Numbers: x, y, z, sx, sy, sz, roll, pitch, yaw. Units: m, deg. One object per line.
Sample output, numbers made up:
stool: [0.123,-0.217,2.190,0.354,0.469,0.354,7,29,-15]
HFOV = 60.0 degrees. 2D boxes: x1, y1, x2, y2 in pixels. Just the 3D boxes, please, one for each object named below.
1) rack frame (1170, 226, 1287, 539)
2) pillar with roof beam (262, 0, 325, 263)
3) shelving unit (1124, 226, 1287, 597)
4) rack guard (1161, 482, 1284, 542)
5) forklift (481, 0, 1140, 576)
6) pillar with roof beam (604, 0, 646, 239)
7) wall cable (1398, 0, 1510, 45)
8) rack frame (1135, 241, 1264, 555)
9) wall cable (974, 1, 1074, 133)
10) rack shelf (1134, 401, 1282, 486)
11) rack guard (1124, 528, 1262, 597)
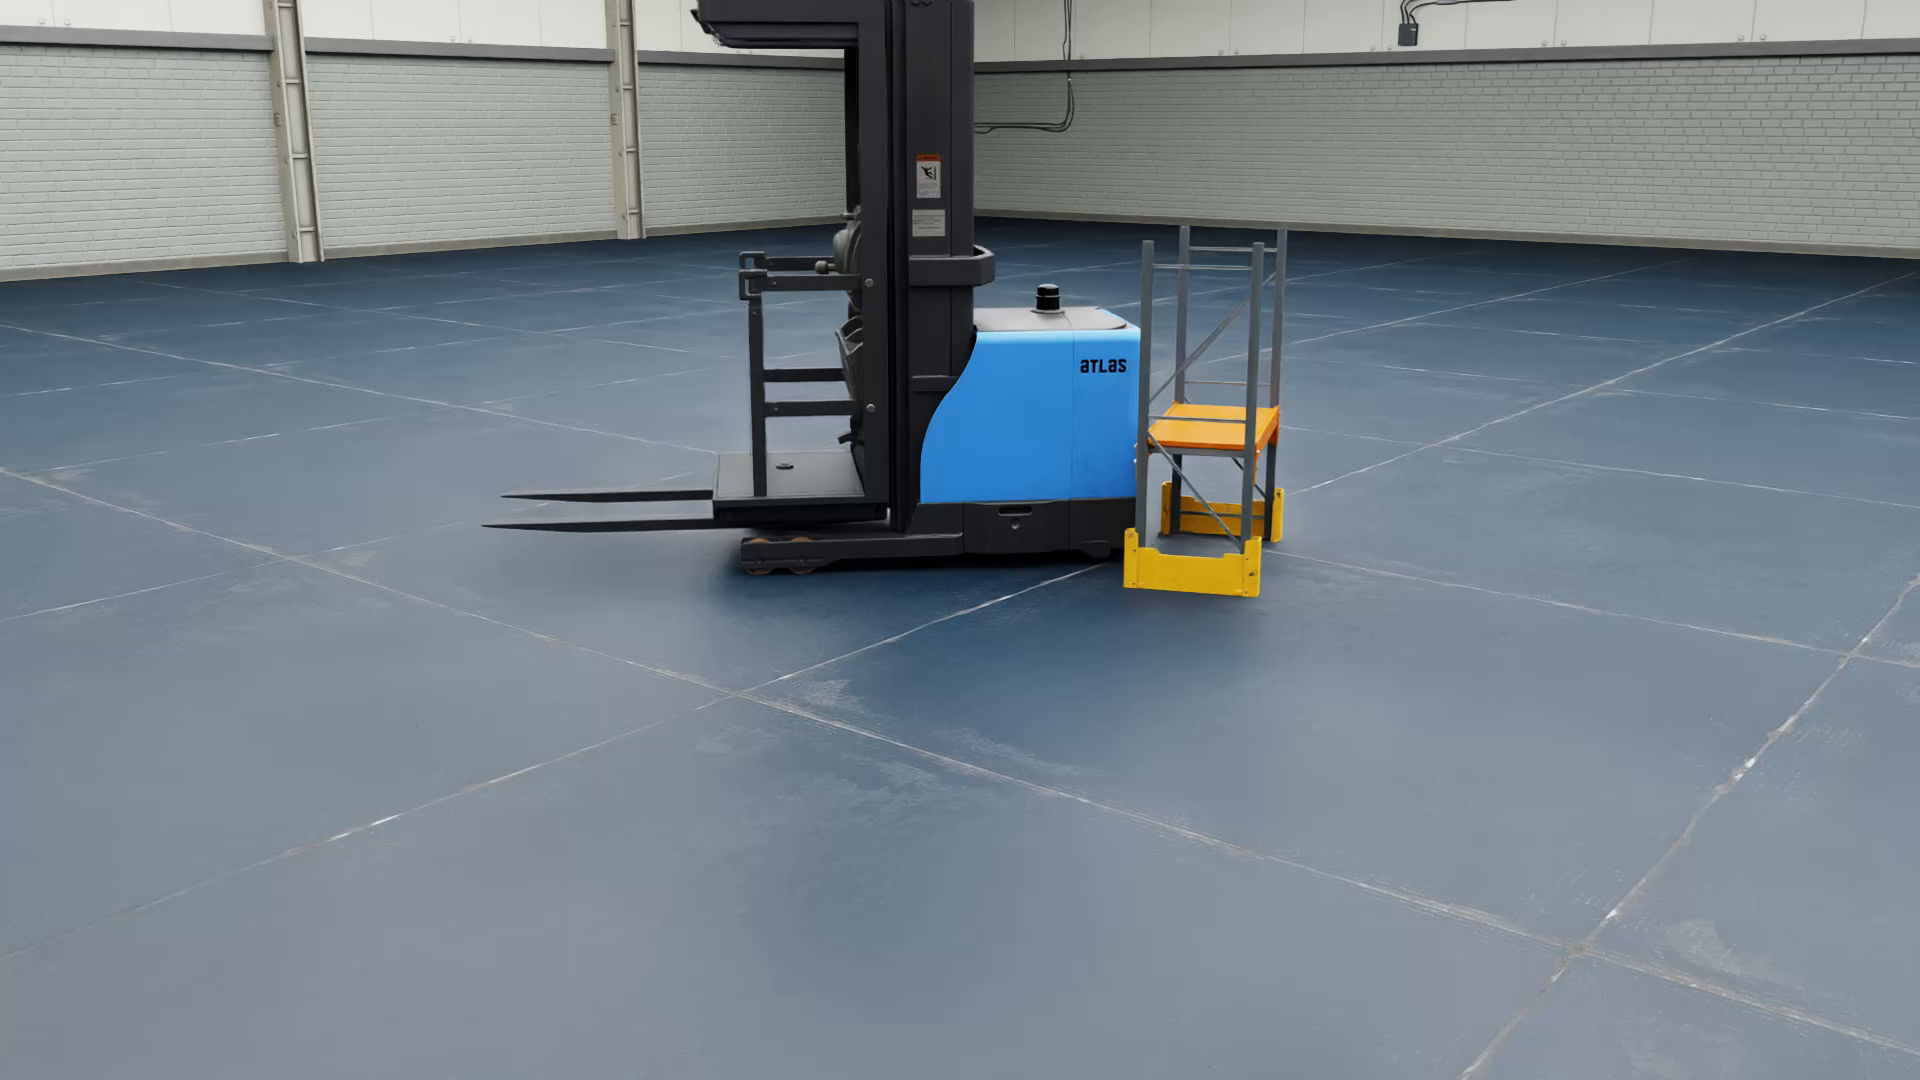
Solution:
rack frame: [1.290,-0.750,8.029,0.500,1.500,0.032,4,15,16]
pillar with roof beam: [-6.042,-7.700,20.158,9.100,9.000,0.400,11,18,38]
shelving unit: [1.147,-0.628,7.547,0.587,1.500,1.083,4,15,16]
rack guard: [1.285,-0.140,8.165,0.587,0.250,0.087,4,15,16]
forklift: [-0.692,-1.398,7.673,3.031,2.935,1.130,-2,14,-7]
pillar with roof beam: [-2.271,-8.849,24.681,9.100,9.000,0.400,11,18,38]
wall cable: [8.406,-11.200,27.028,2.305,6.003,0.169,11,18,38]
rack frame: [1.008,-0.509,7.082,0.500,1.500,0.032,4,15,16]
wall cable: [1.032,-9.519,33.624,3.097,2.526,0.112,11,18,38]
rack shelf: [1.149,-0.455,7.600,0.538,0.185,1.000,4,15,16]
rack guard: [1.009,0.096,7.237,0.587,0.250,0.087,4,15,16]
